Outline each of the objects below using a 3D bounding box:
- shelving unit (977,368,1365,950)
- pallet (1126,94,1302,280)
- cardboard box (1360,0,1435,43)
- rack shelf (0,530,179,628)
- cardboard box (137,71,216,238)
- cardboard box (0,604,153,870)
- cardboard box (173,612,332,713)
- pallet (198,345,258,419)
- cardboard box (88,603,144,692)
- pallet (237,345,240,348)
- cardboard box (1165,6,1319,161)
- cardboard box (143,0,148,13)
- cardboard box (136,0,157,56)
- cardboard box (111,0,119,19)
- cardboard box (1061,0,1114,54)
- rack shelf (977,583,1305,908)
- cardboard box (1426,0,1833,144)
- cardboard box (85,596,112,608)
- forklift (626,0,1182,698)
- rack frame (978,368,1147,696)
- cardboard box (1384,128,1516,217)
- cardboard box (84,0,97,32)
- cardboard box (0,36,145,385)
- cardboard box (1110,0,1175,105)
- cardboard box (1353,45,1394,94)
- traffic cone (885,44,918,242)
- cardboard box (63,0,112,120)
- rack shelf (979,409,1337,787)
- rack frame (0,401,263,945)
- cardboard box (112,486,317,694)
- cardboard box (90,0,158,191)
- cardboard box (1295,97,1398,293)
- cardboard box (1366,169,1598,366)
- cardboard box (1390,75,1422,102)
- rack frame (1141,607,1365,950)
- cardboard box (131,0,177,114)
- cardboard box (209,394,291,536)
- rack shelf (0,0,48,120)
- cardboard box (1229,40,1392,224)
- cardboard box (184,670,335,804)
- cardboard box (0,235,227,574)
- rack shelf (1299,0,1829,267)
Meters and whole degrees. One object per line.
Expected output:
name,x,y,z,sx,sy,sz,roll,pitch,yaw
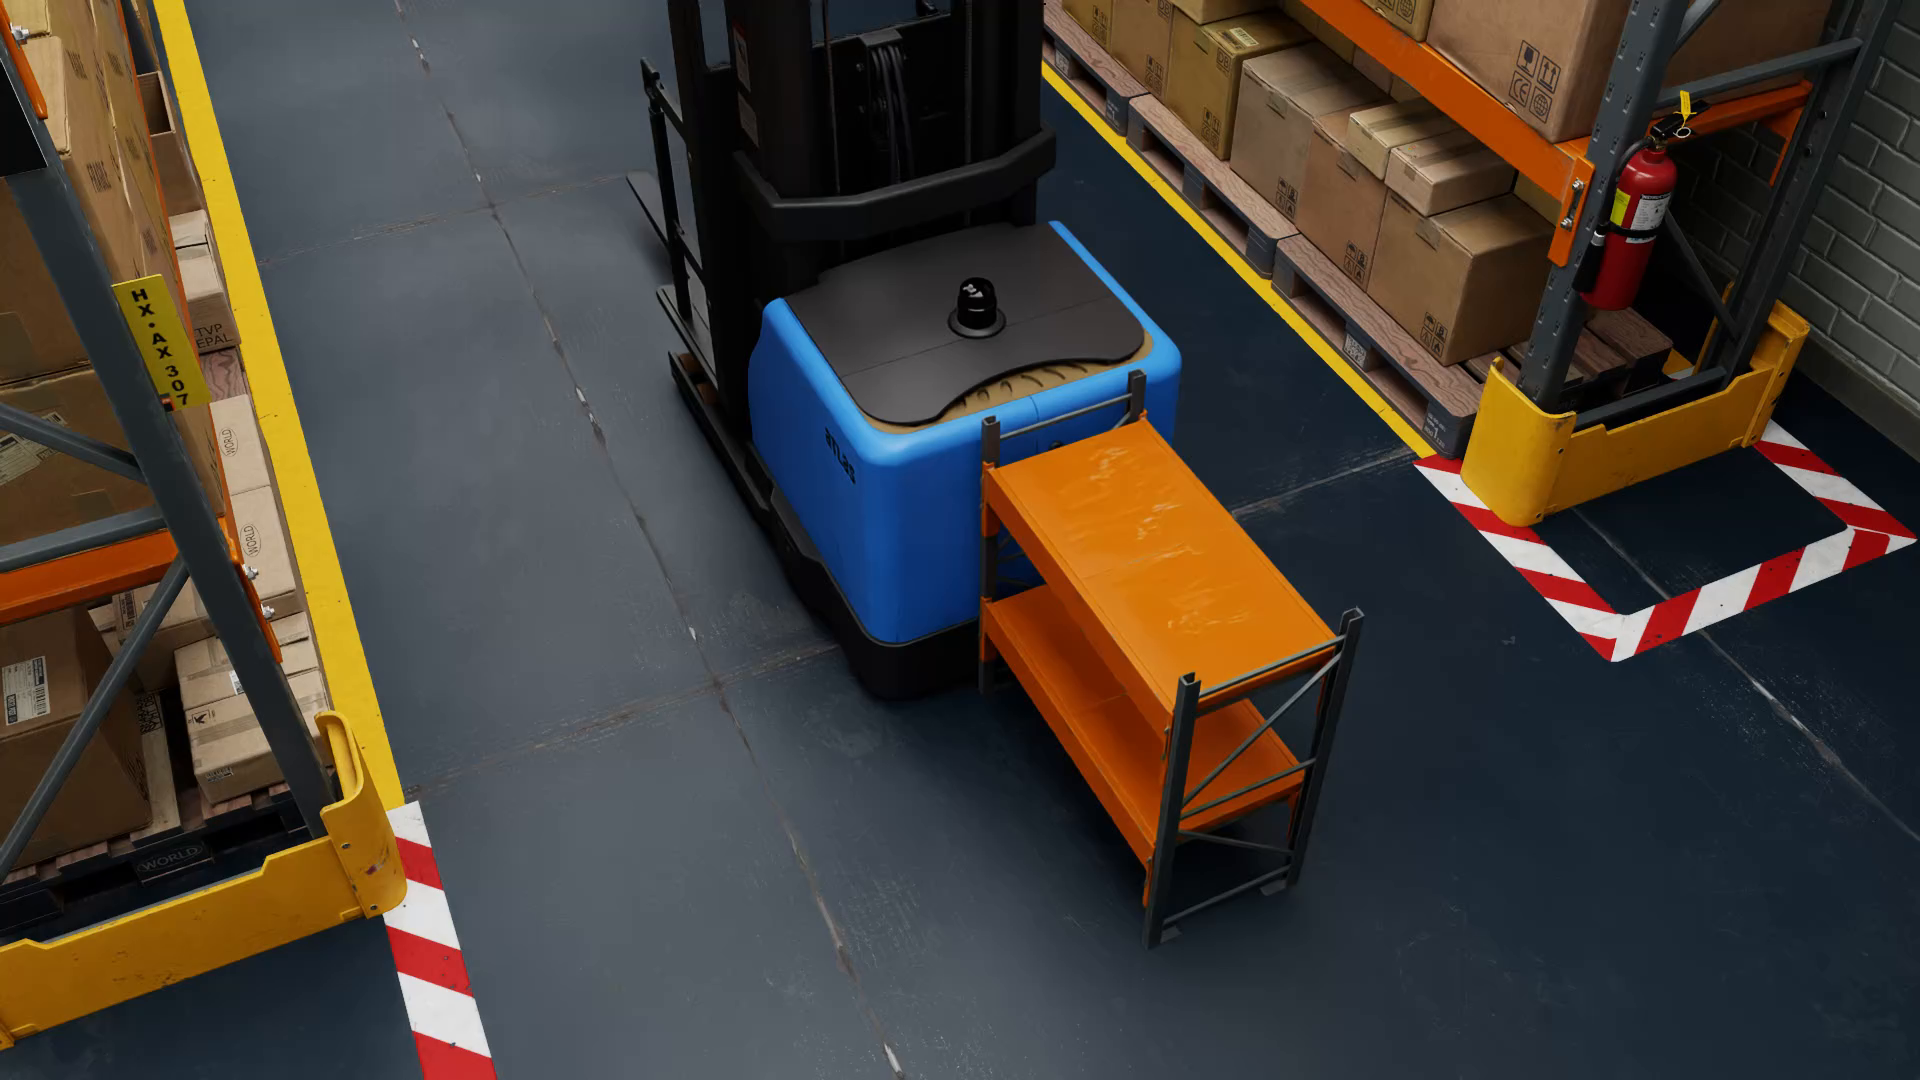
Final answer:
shelving unit,0.512,0.327,4.617,0.538,1.125,1.048,-19,48,-18
pallet,1.453,-1.664,7.286,1.003,0.211,1.213,-18,47,-17
cardboard box,1.830,-2.283,5.715,0.980,0.700,0.700,-18,48,-18
rack shelf,-2.964,-1.017,5.018,0.919,0.124,3.809,-18,47,-17
cardboard box,-3.308,-1.465,6.566,0.500,0.500,0.500,-18,47,-17
cardboard box,-2.575,0.531,4.543,0.500,0.500,0.500,-18,47,-17
cardboard box,-2.093,0.396,4.917,0.380,0.166,0.250,-18,47,-17
pallet,-3.000,-0.269,5.872,1.003,0.211,1.213,-18,47,-17
cardboard box,-2.664,0.365,4.949,0.380,0.166,0.250,-18,47,-17
pallet,-3.517,-1.047,6.661,1.003,0.211,1.213,-18,47,-17
cardboard box,1.331,-2.047,7.170,0.700,0.500,0.500,-17,47,-16
cardboard box,-4.225,-2.782,7.900,0.500,0.500,0.500,-17,47,-17
cardboard box,-4.022,-2.461,7.575,0.500,0.500,0.500,-17,47,-17
cardboard box,-3.144,-1.942,5.512,0.500,0.500,0.500,-17,47,-16
cardboard box,0.909,-2.696,7.827,0.700,0.500,0.500,-17,47,-17
rack shelf,0.512,0.501,4.789,0.538,0.278,1.000,-19,48,-18
cardboard box,2.146,-1.823,5.248,0.980,0.700,0.700,-16,47,-16
cardboard box,-2.948,0.005,5.253,0.500,0.250,0.500,-18,47,-17
forklift,-0.441,-1.594,5.279,1.130,2.935,3.031,-19,48,-18
rack frame,0.288,0.007,4.942,0.500,1.125,0.032,-19,48,-18
cardboard box,1.765,-1.329,5.980,0.380,0.149,0.250,-19,48,-18
cardboard box,-2.718,-1.655,4.509,0.500,0.500,0.500,-18,48,-18
cardboard box,-2.071,-0.681,3.521,0.500,0.500,0.500,-17,47,-16
cardboard box,1.117,-2.375,7.502,0.700,0.500,0.500,-18,48,-18
cardboard box,1.792,-1.925,6.584,0.380,0.149,0.250,-17,47,-17
traffic cone,-0.204,-1.039,5.261,0.062,1.202,0.307,-18,47,-17
cardboard box,-2.503,-1.332,4.181,0.500,0.500,0.500,-17,47,-17
rack shelf,0.512,0.119,4.412,0.538,0.278,1.000,-19,48,-18
rack frame,-2.120,0.070,3.543,0.949,2.616,0.053,-18,47,-17
cardboard box,-2.305,0.145,5.112,0.500,0.250,0.500,-18,47,-17
cardboard box,-2.710,-1.292,4.852,0.500,0.500,0.500,-17,47,-17
cardboard box,1.774,-1.389,6.503,0.700,0.500,0.500,-18,47,-18
cardboard box,1.985,-1.070,6.180,0.700,0.500,0.500,-18,47,-17
cardboard box,1.900,-1.763,6.420,0.380,0.149,0.250,-18,47,-17
rack frame,0.735,0.648,4.292,0.500,1.125,0.032,-19,48,-18
cardboard box,-3.788,-2.125,7.234,0.500,0.500,0.500,-20,48,-19
cardboard box,-2.515,-0.174,5.435,0.500,0.250,0.500,-18,47,-17
rack shelf,-2.964,-2.015,4.033,1.077,0.370,4.000,-18,47,-17
cardboard box,1.562,-1.709,6.827,0.700,0.500,0.500,-19,48,-19
cardboard box,-1.988,0.561,4.762,0.380,0.149,0.250,-18,47,-17
cardboard box,-2.071,-0.325,3.872,0.500,0.500,0.500,-17,47,-17
rack shelf,1.529,-2.412,6.571,1.077,0.370,4.000,-18,47,-17
